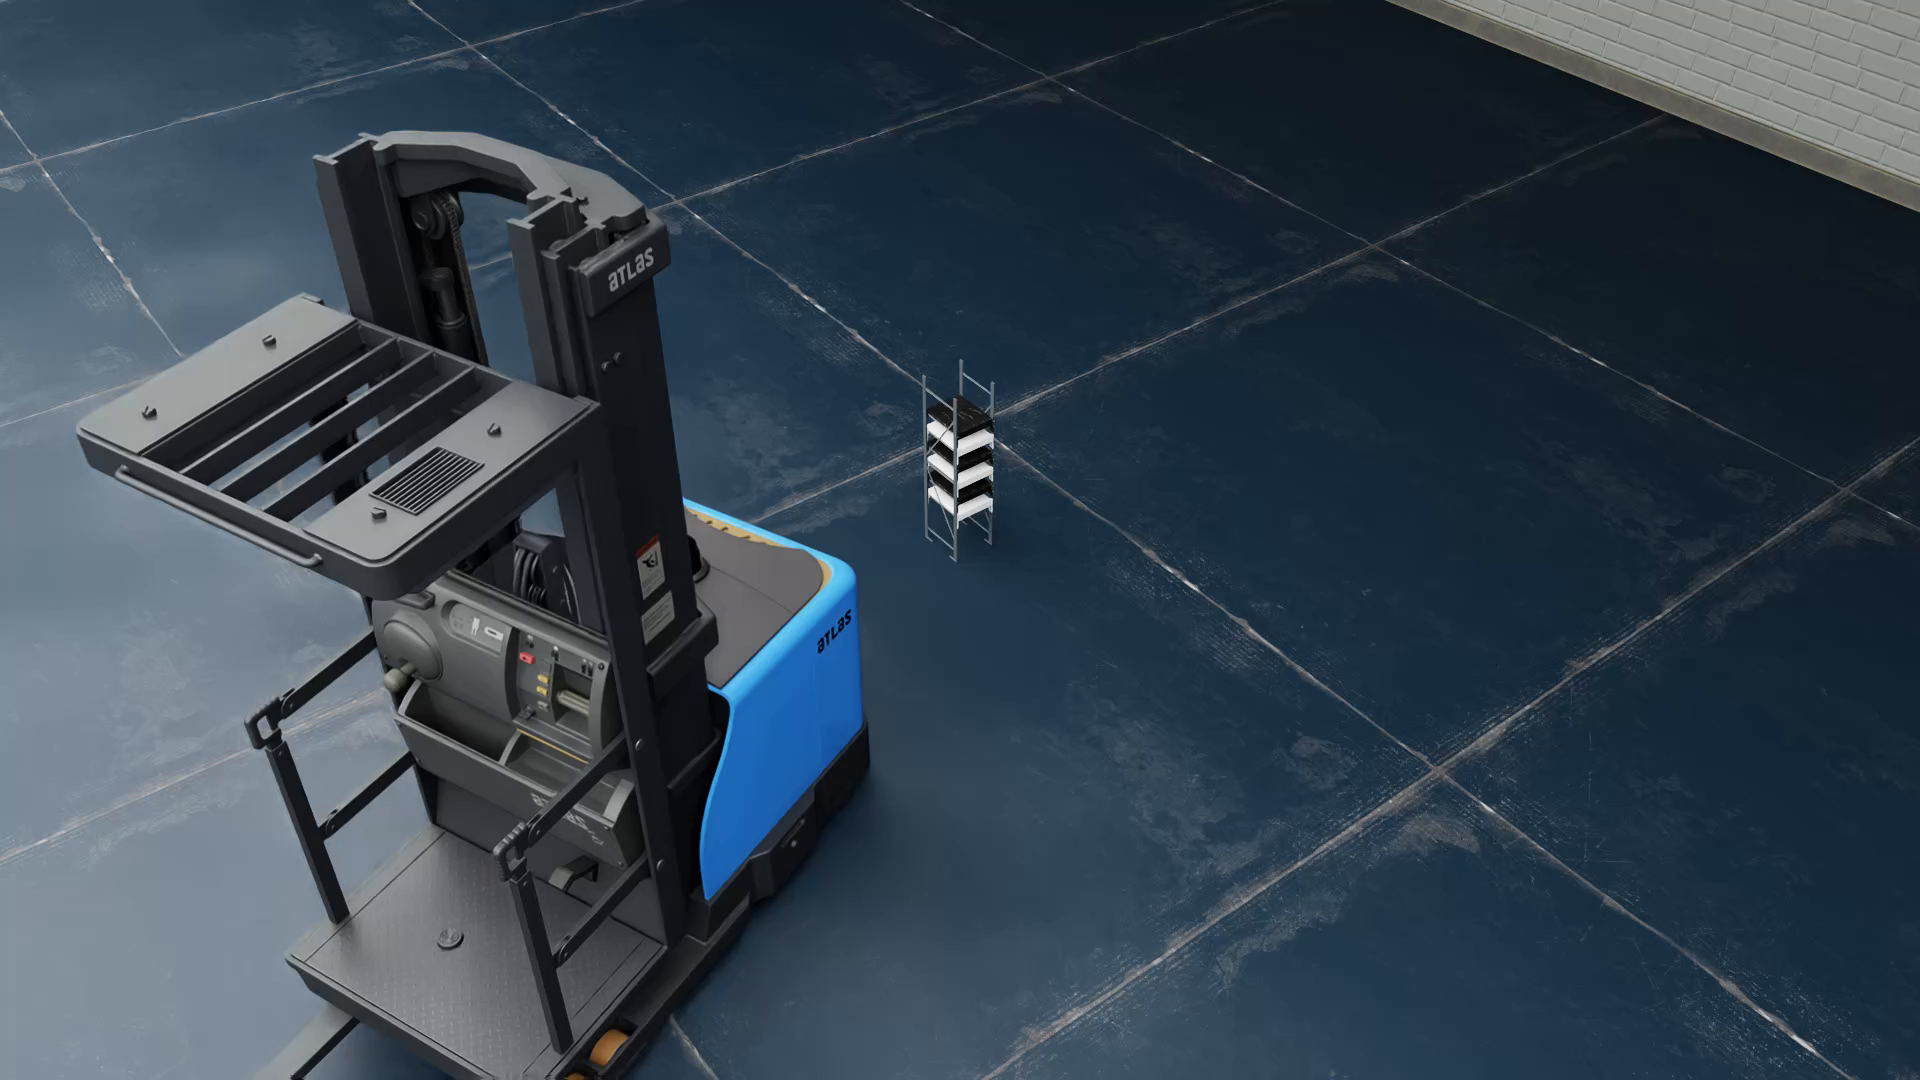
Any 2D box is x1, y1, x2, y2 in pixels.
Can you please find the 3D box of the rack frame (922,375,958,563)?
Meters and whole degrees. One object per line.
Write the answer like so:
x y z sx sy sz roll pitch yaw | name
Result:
-0.087 -0.305 7.413 0.006 0.900 0.240 -26 46 -28 | rack frame

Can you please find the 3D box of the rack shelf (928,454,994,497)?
-0.006 -0.319 7.482 0.200 0.077 0.258 -26 46 -28 | rack shelf

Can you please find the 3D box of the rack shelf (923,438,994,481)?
-0.006 -0.389 7.425 0.200 0.077 0.258 -26 46 -28 | rack shelf

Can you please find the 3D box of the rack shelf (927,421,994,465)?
-0.006 -0.458 7.368 0.200 0.077 0.258 -26 46 -28 | rack shelf

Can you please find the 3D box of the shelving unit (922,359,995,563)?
-0.006 -0.345 7.461 0.210 0.900 0.258 -26 46 -28 | shelving unit

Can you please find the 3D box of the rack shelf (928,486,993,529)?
-0.006 -0.180 7.596 0.200 0.077 0.258 -26 46 -28 | rack shelf

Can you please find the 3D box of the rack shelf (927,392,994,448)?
-0.006 -0.528 7.311 0.200 0.077 0.258 -26 46 -28 | rack shelf

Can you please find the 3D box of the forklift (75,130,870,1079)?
-1.539 0.436 4.907 1.130 2.935 3.031 21 44 23 | forklift

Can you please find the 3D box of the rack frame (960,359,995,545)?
0.074 -0.384 7.509 0.006 0.900 0.240 -26 46 -28 | rack frame

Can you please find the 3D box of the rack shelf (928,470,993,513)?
-0.006 -0.249 7.539 0.200 0.077 0.258 -26 46 -28 | rack shelf
